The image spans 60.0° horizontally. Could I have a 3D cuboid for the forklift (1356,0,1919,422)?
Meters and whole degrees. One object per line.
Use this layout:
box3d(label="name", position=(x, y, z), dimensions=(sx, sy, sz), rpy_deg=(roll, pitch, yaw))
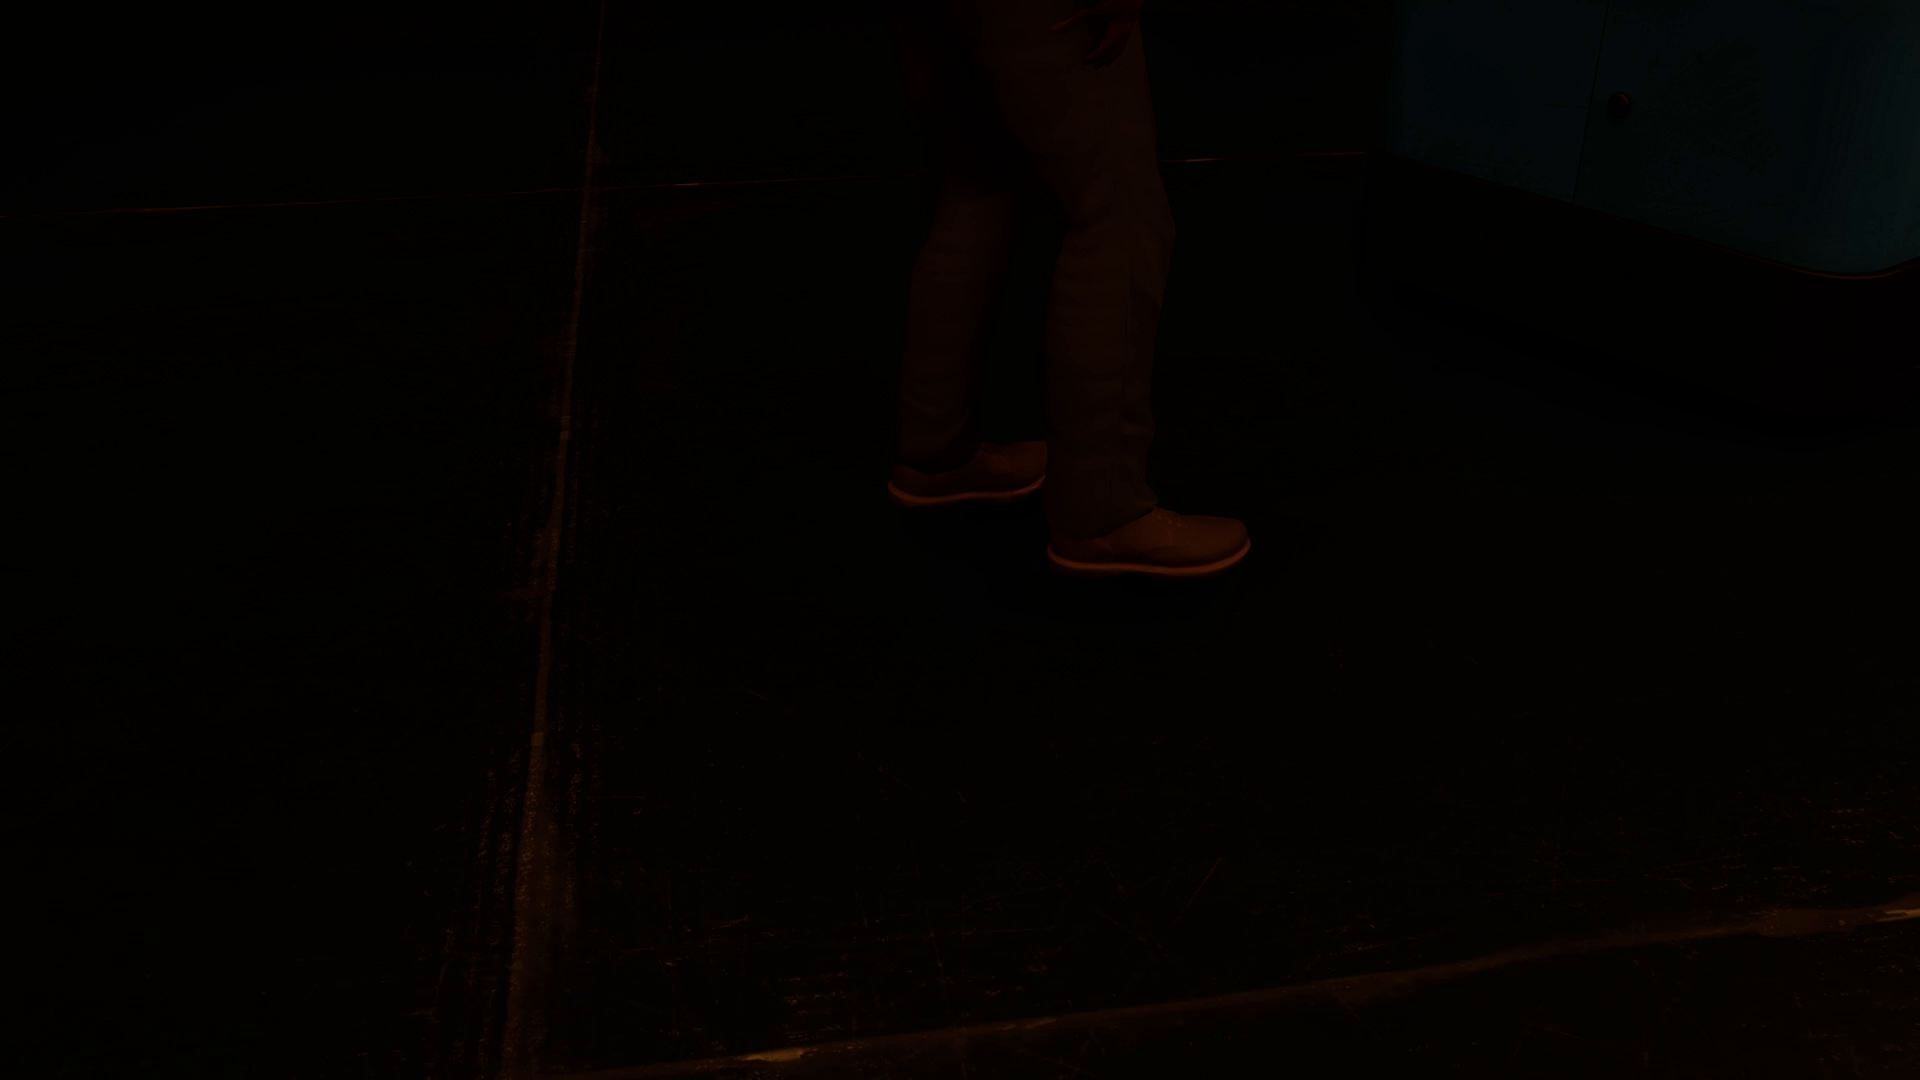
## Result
box3d(label="forklift", position=(2.312, -2.025, 3.189), dimensions=(3.031, 2.935, 1.130), rpy_deg=(-19, 33, -31))

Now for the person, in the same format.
box3d(label="person", position=(0.084, -0.763, 2.115), dimensions=(0.415, 1.649, 0.644), rpy_deg=(-17, 32, -28))
